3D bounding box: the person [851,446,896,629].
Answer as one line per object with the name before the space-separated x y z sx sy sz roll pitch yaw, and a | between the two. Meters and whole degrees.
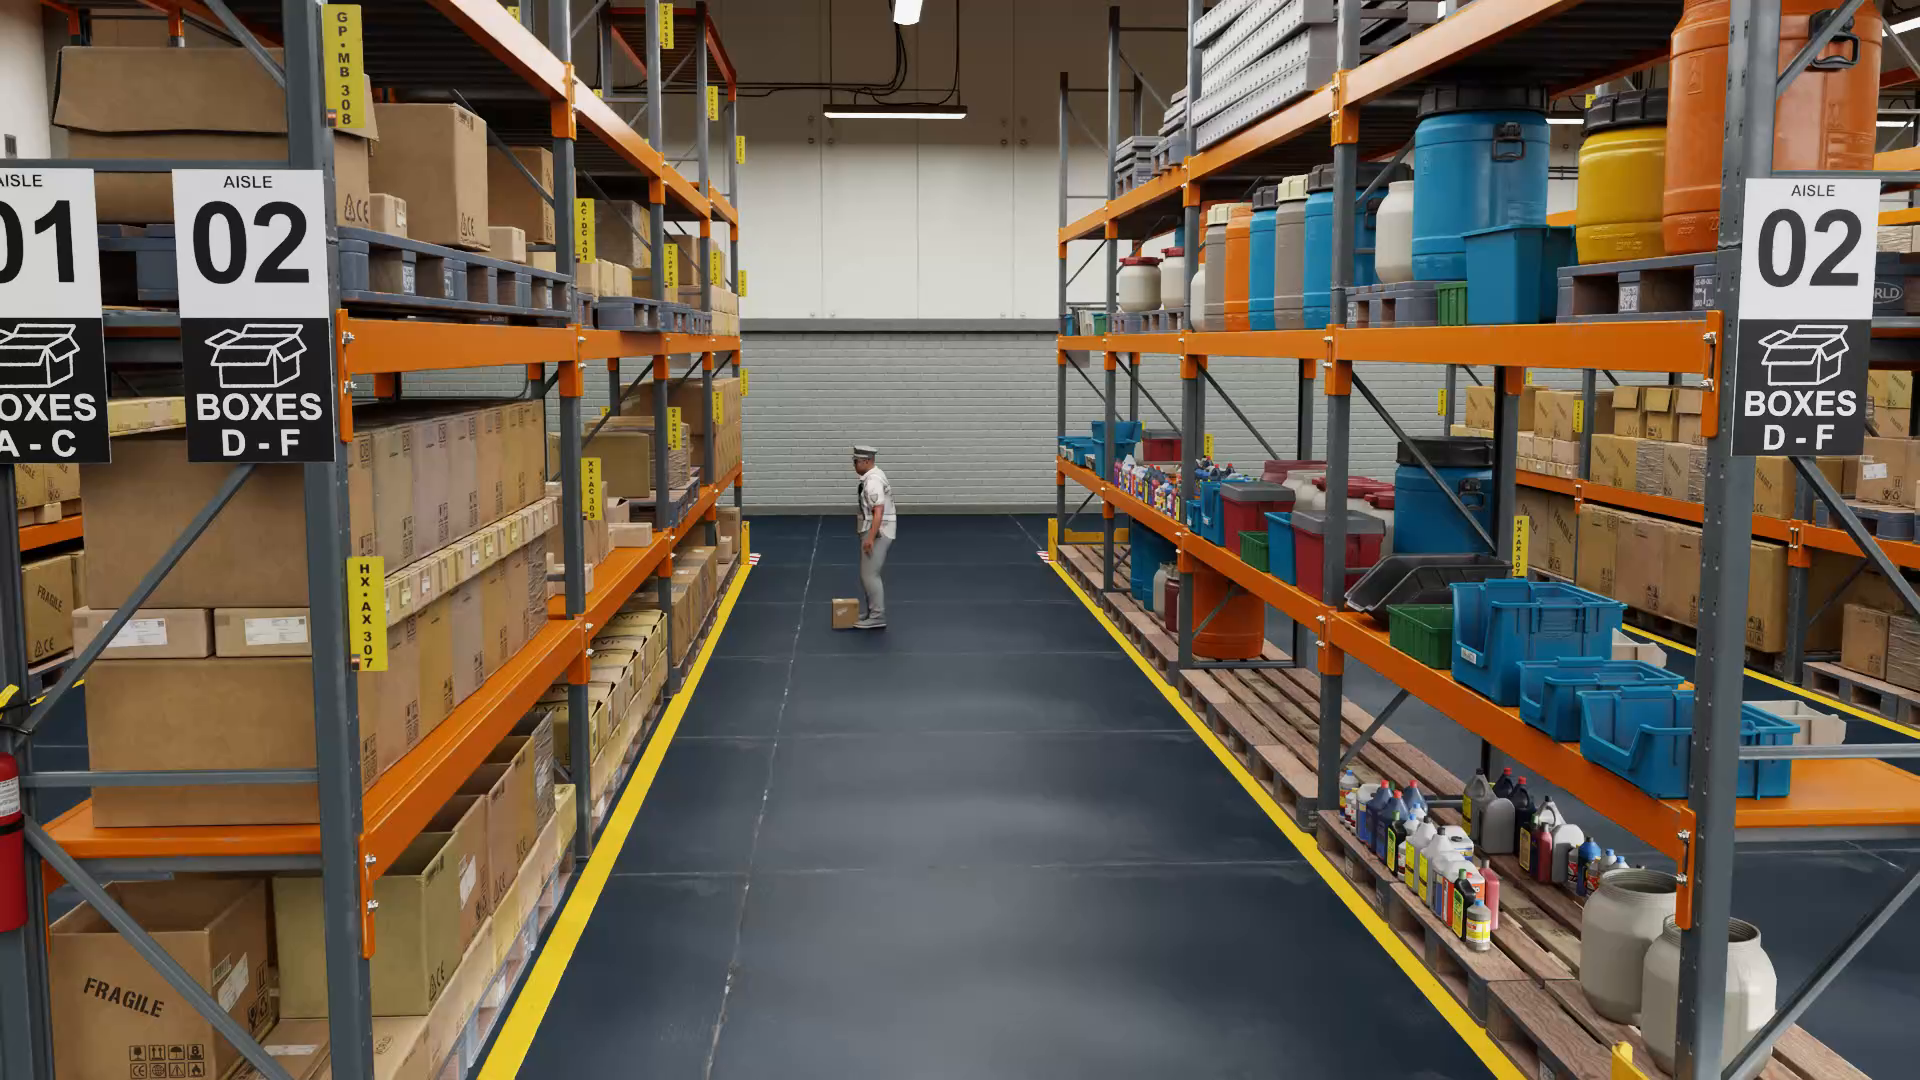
person | -0.833 -0.039 16.024 0.429 1.751 0.606 -1 7 -7
